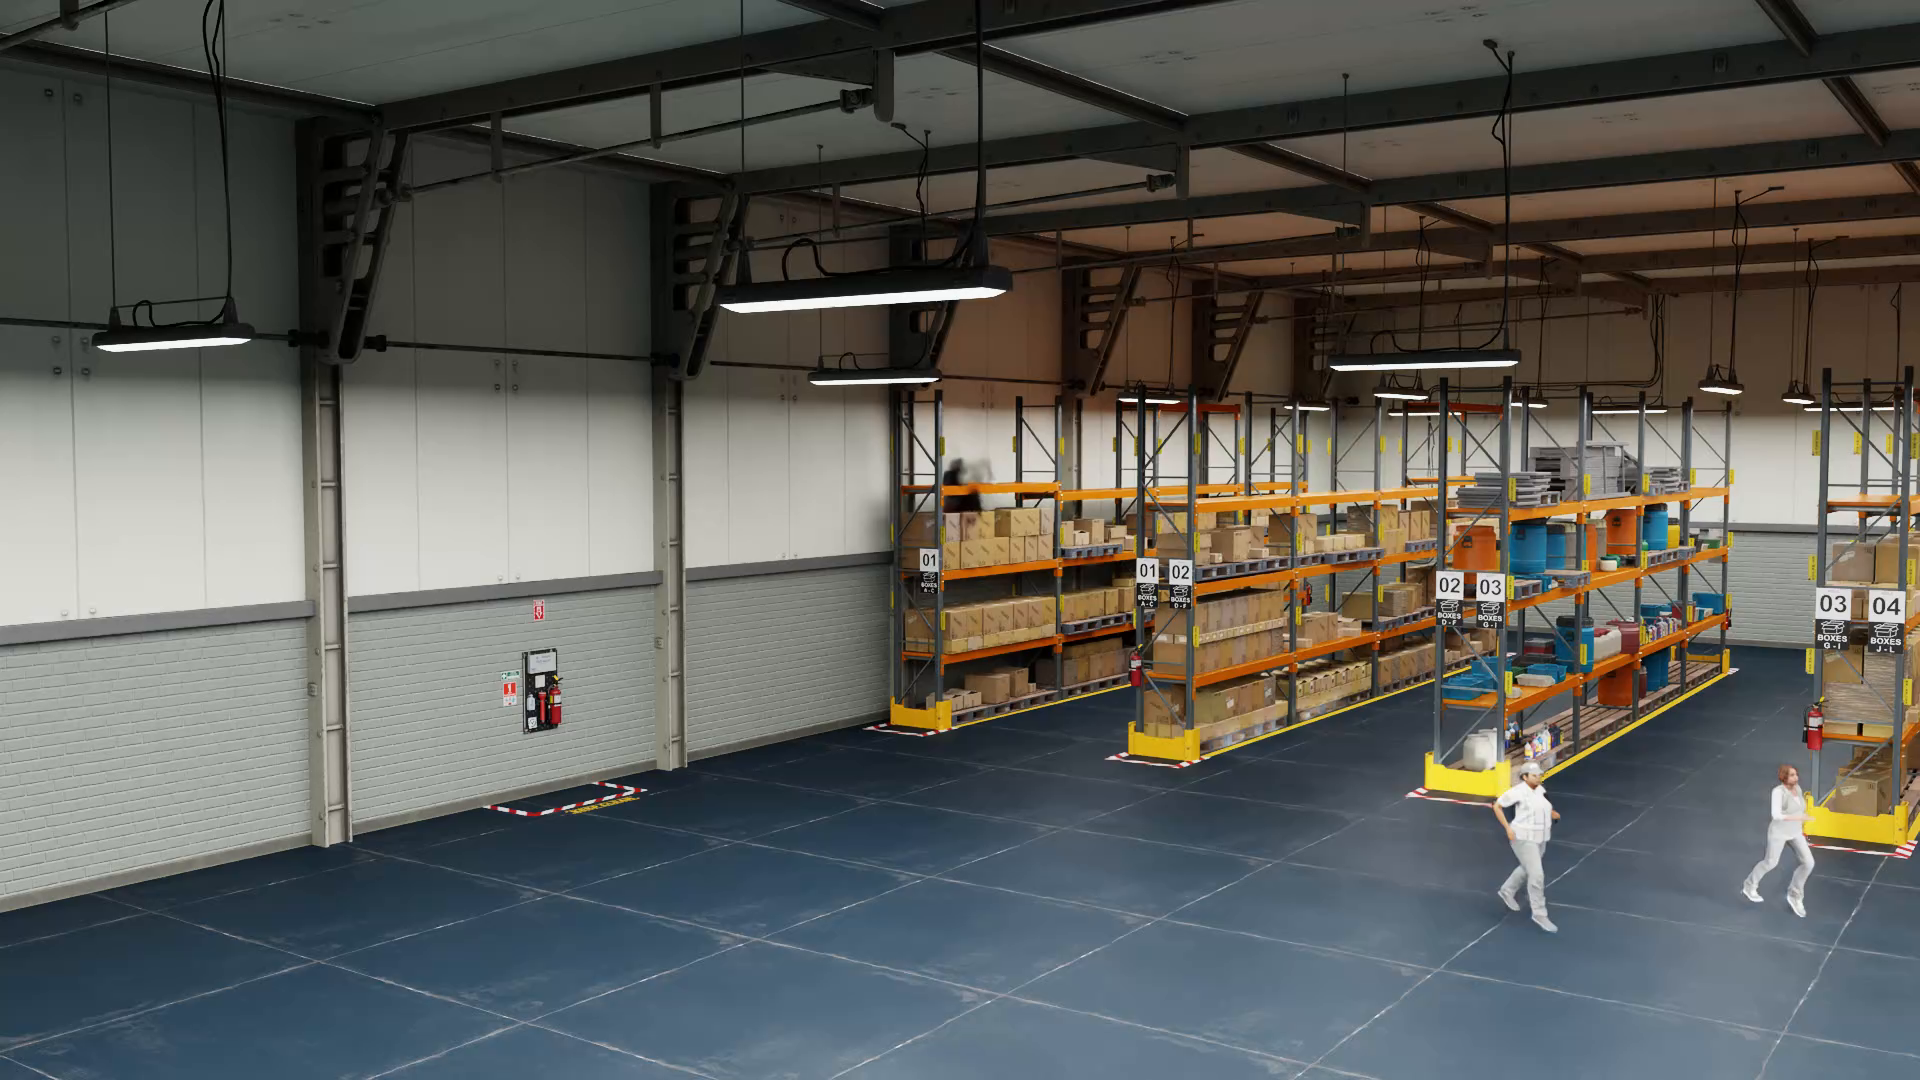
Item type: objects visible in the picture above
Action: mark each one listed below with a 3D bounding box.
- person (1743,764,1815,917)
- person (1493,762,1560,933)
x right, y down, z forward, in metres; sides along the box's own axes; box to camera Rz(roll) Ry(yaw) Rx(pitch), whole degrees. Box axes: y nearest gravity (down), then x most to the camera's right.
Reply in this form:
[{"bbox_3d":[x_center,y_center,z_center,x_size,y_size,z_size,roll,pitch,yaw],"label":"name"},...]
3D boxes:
[{"bbox_3d":[8.856,3.197,17.867,0.546,1.619,0.830,-1,3,-20],"label":"person"},{"bbox_3d":[5.976,3.174,17.474,0.594,1.696,0.878,-2,4,-33],"label":"person"}]
